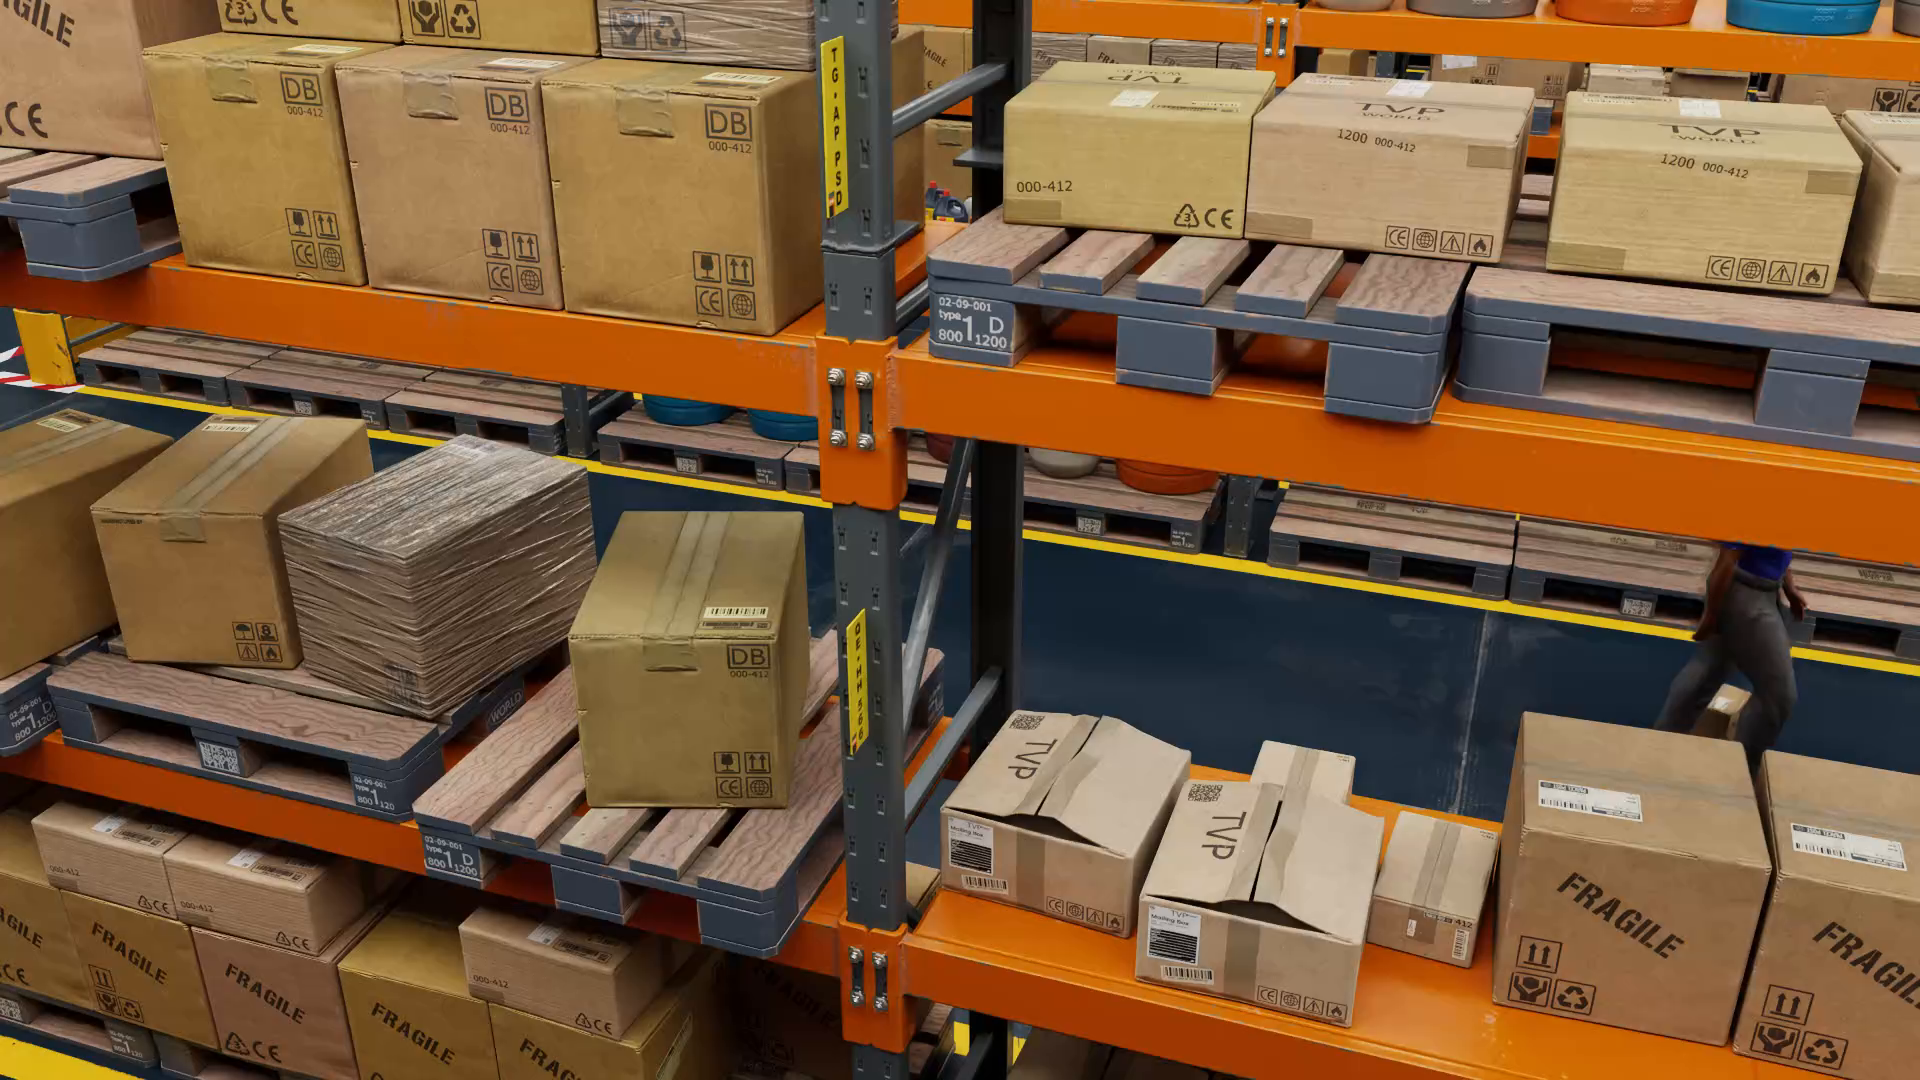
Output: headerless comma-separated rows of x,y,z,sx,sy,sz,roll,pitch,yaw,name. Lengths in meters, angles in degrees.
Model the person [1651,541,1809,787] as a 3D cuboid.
3.146,0.276,6.590,0.577,1.717,0.442,13,29,25,person
